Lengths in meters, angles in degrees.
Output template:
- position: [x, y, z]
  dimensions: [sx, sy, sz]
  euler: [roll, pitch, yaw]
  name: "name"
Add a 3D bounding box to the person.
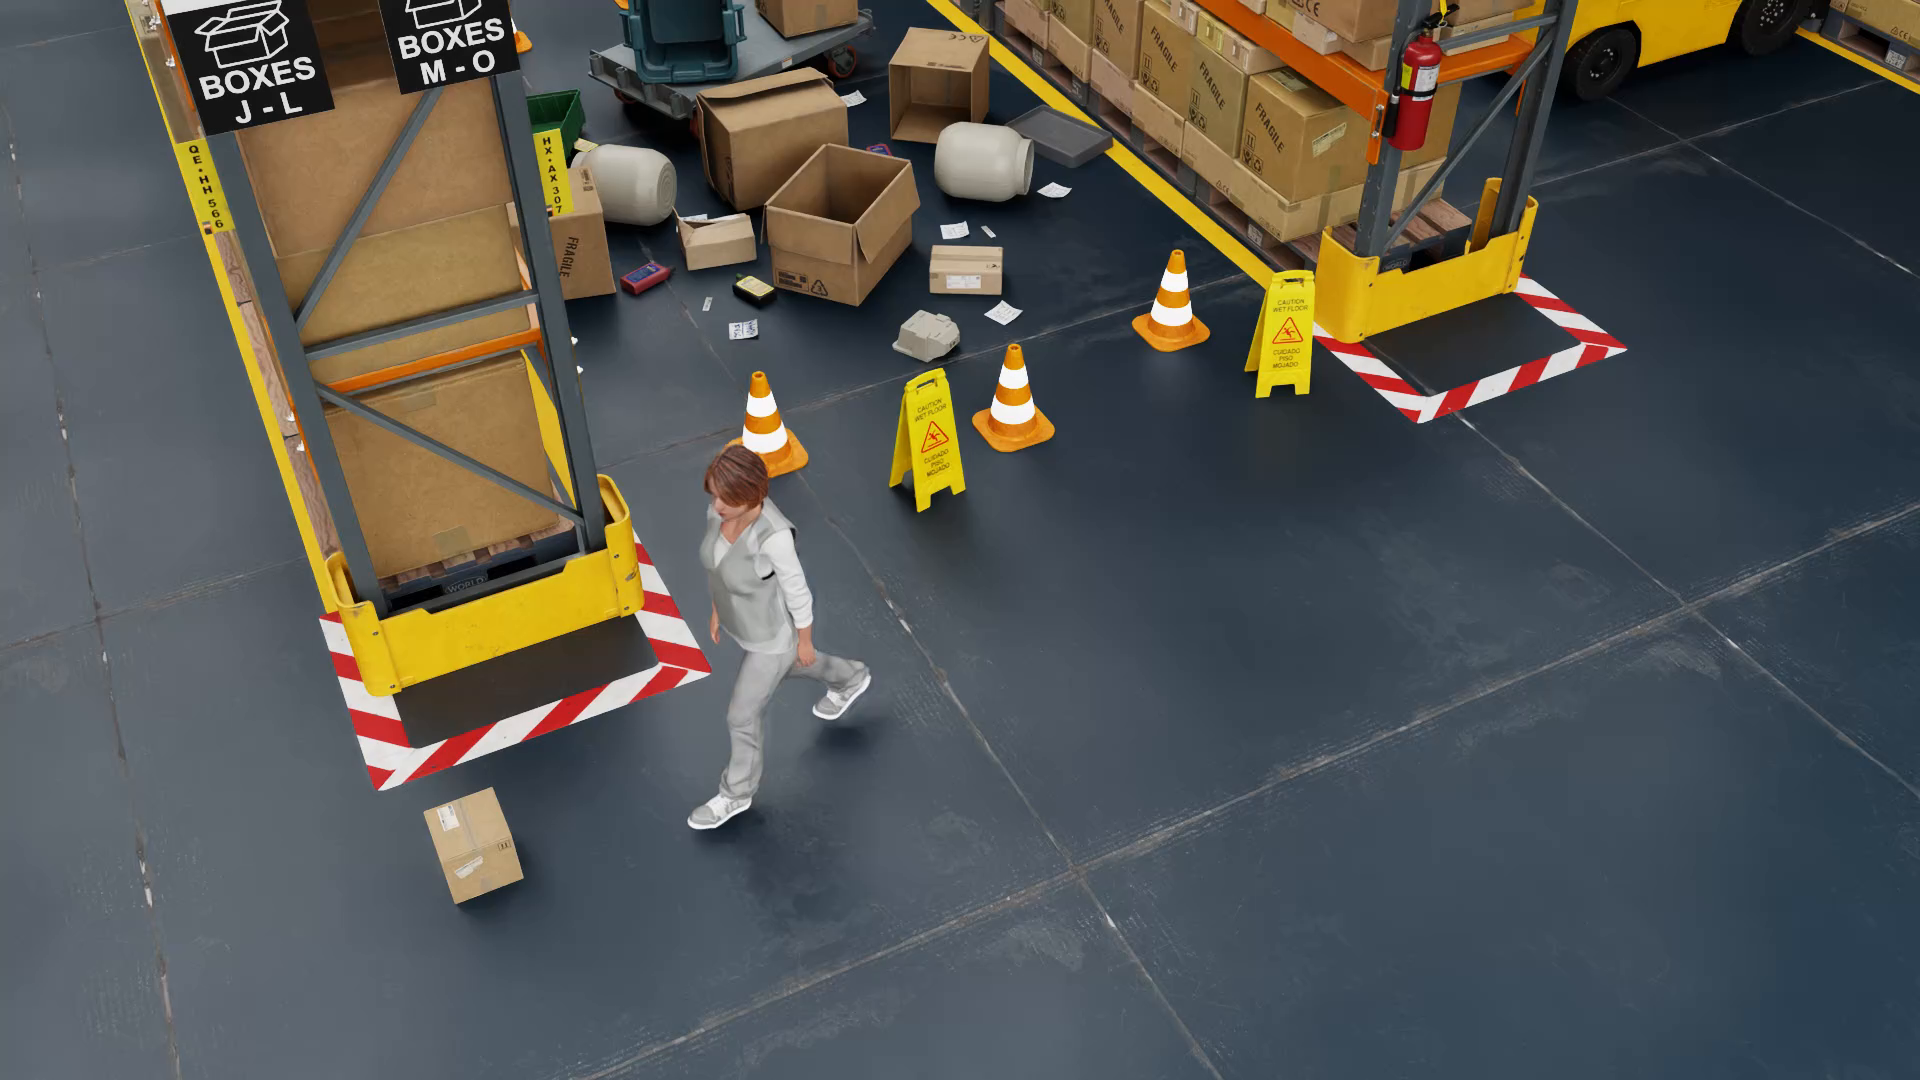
- position: [-0.737, 0.306, 5.807]
  dimensions: [0.746, 1.570, 0.418]
  euler: [-27, 48, -27]
  name: "person"
